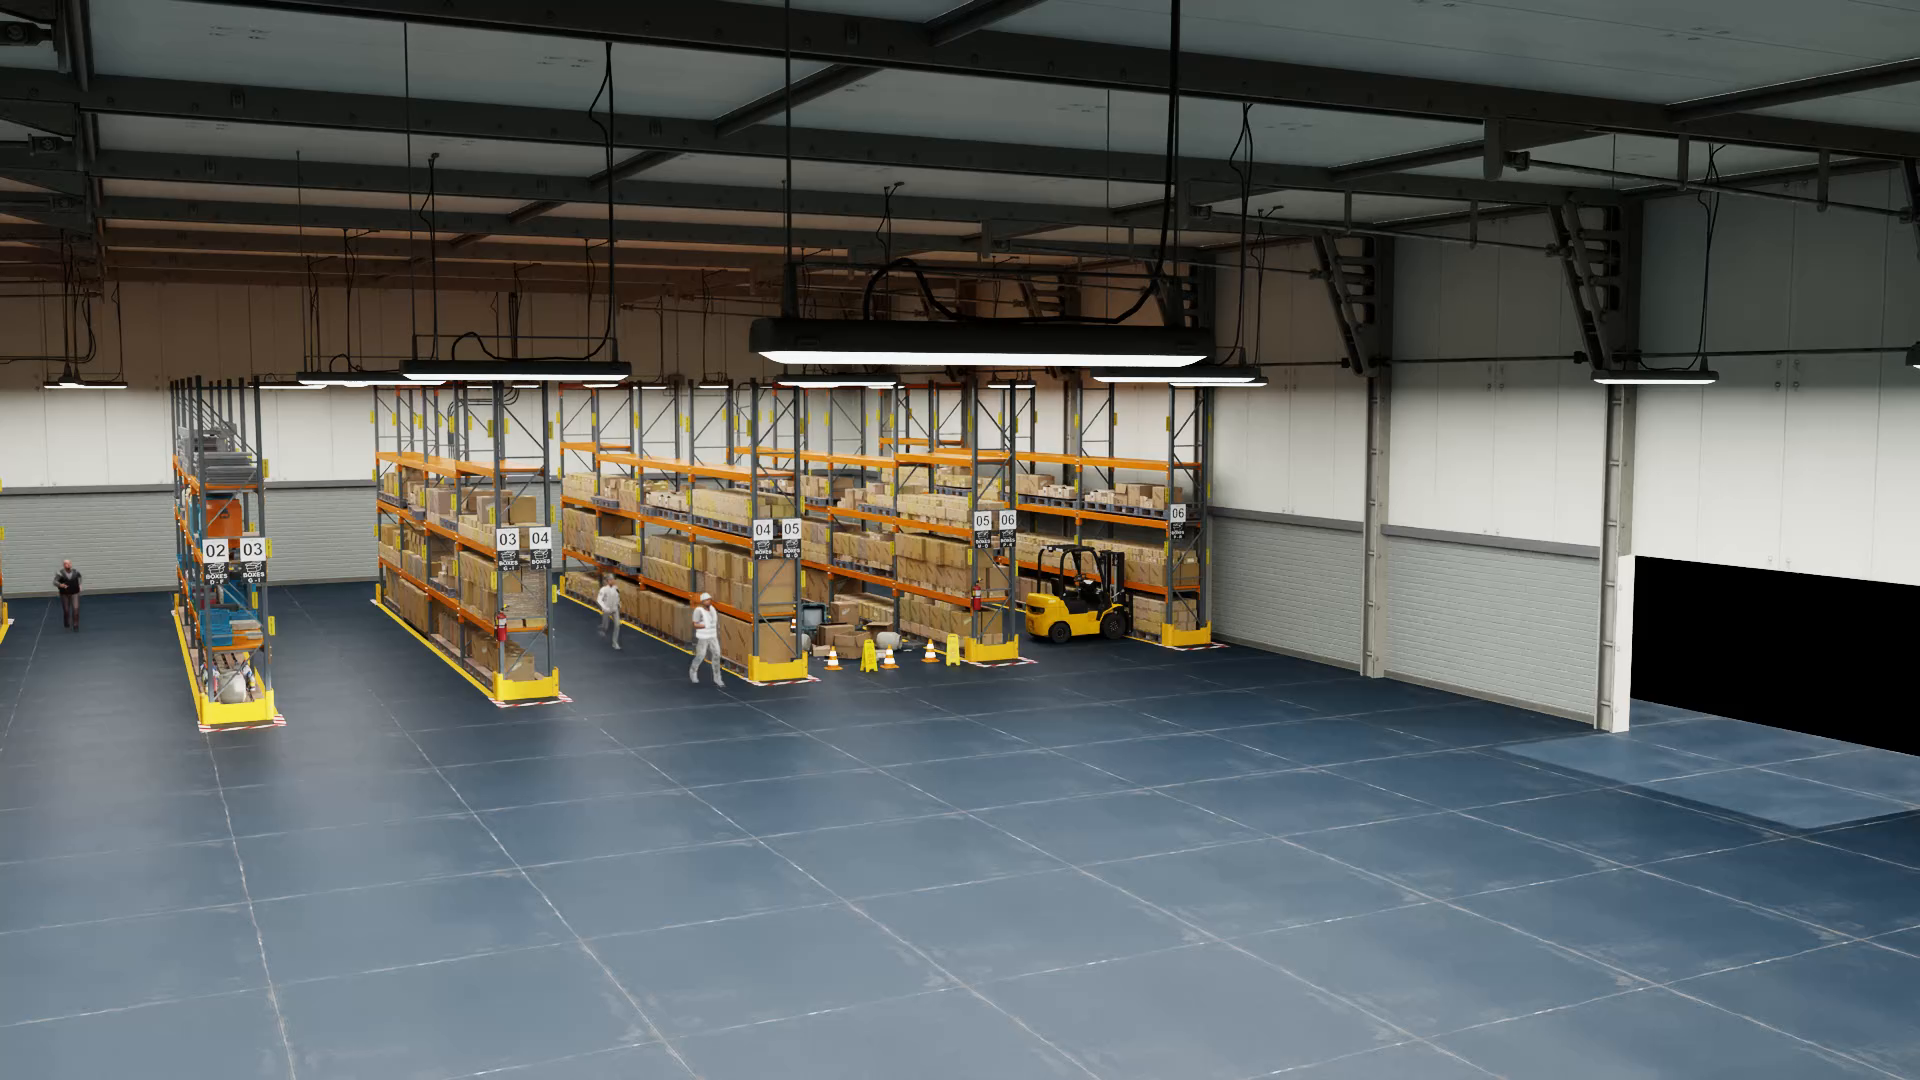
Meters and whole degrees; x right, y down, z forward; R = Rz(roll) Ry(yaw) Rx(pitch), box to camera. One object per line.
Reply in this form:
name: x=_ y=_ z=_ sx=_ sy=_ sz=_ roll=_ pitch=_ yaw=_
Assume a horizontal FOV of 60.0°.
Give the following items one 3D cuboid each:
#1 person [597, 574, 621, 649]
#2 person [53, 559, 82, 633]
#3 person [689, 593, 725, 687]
person: x=-7.881 y=1.589 z=37.438 sx=0.602 sy=1.686 sz=0.949 roll=-3 pitch=6 yaw=-31
person: x=-21.379 y=1.326 z=39.881 sx=0.644 sy=1.753 sz=0.922 roll=-4 pitch=6 yaw=-36
person: x=-4.968 y=1.934 z=32.435 sx=0.871 sy=1.827 sz=0.696 roll=4 pitch=7 yaw=40
